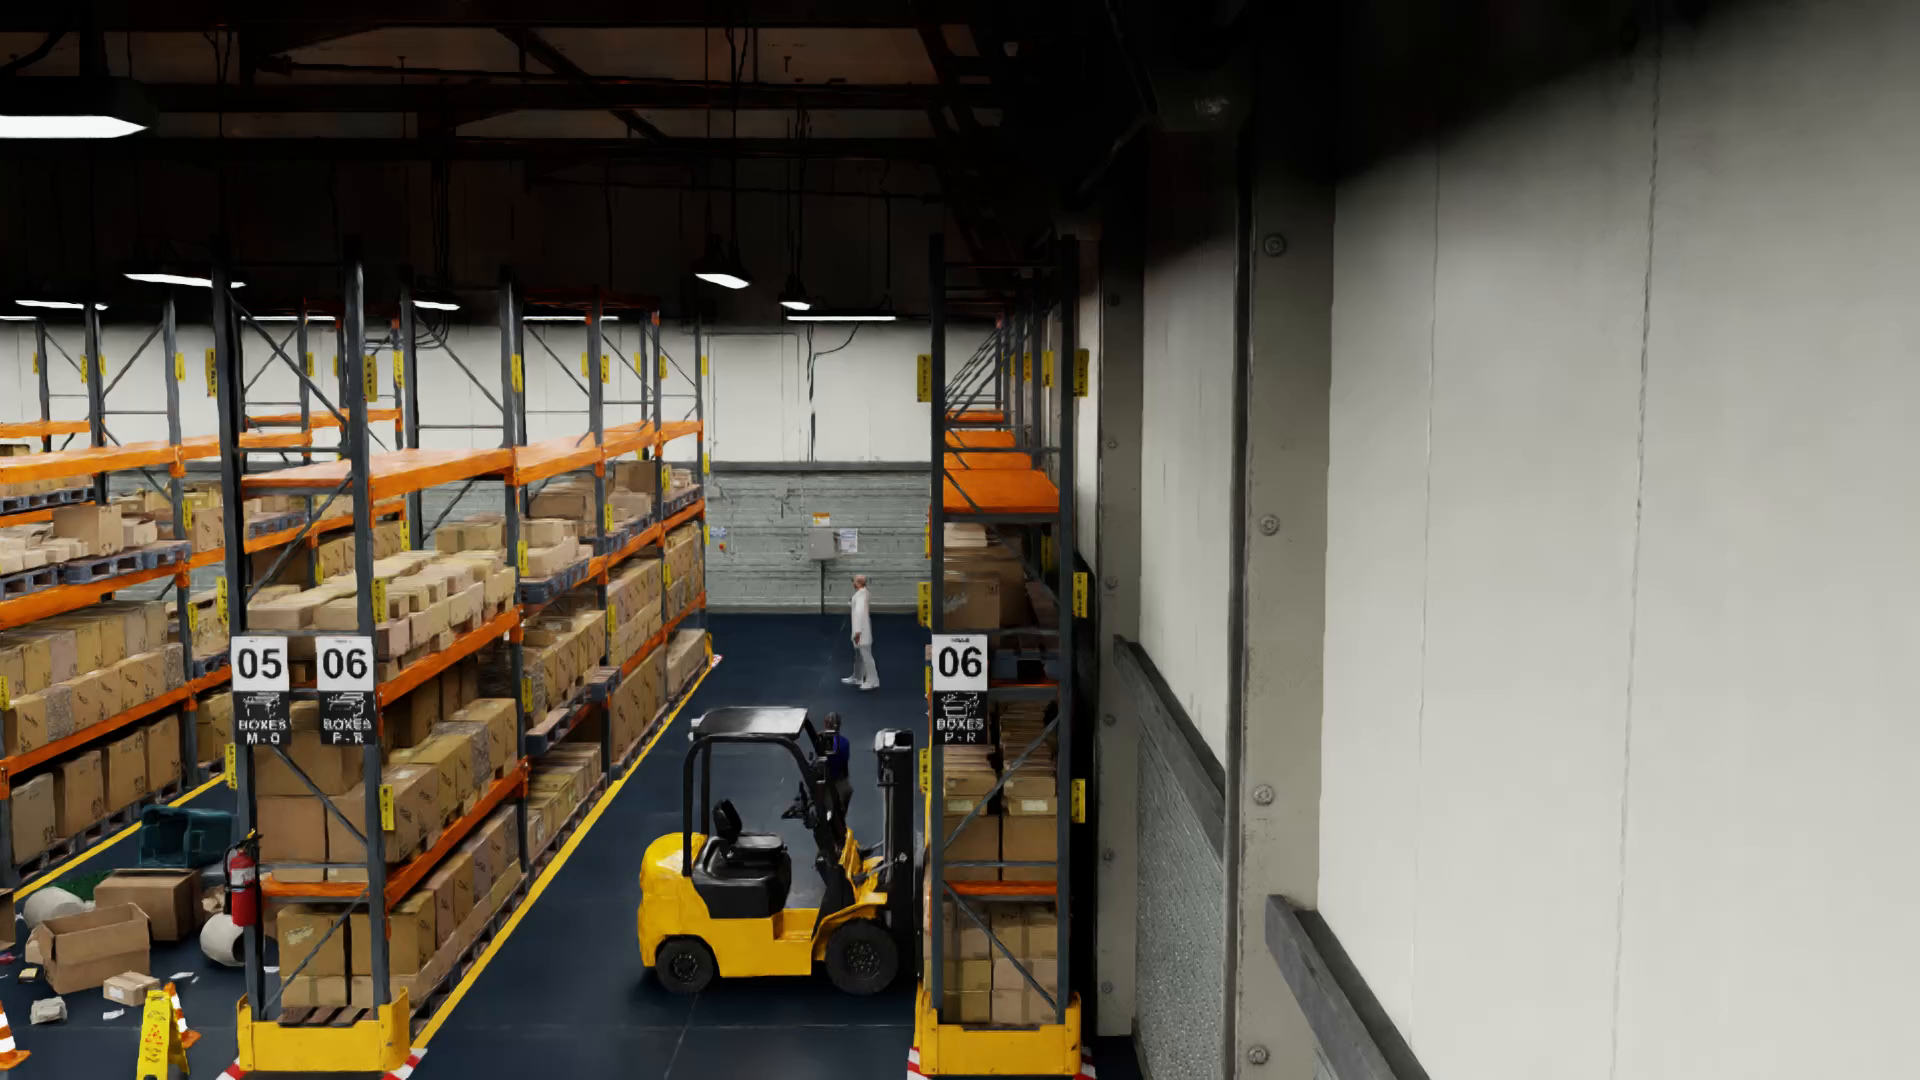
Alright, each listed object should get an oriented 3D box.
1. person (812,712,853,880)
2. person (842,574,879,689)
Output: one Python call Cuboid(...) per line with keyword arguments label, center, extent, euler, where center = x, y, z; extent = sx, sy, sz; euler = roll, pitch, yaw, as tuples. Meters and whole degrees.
Cuboid(label="person", center=(-1.266, 2.516, 16.509), extent=(0.528, 1.656, 0.531), euler=(3, 7, 24))
Cuboid(label="person", center=(-1.559, 1.407, 26.005), extent=(0.637, 1.776, 0.759), euler=(1, 6, 5))
